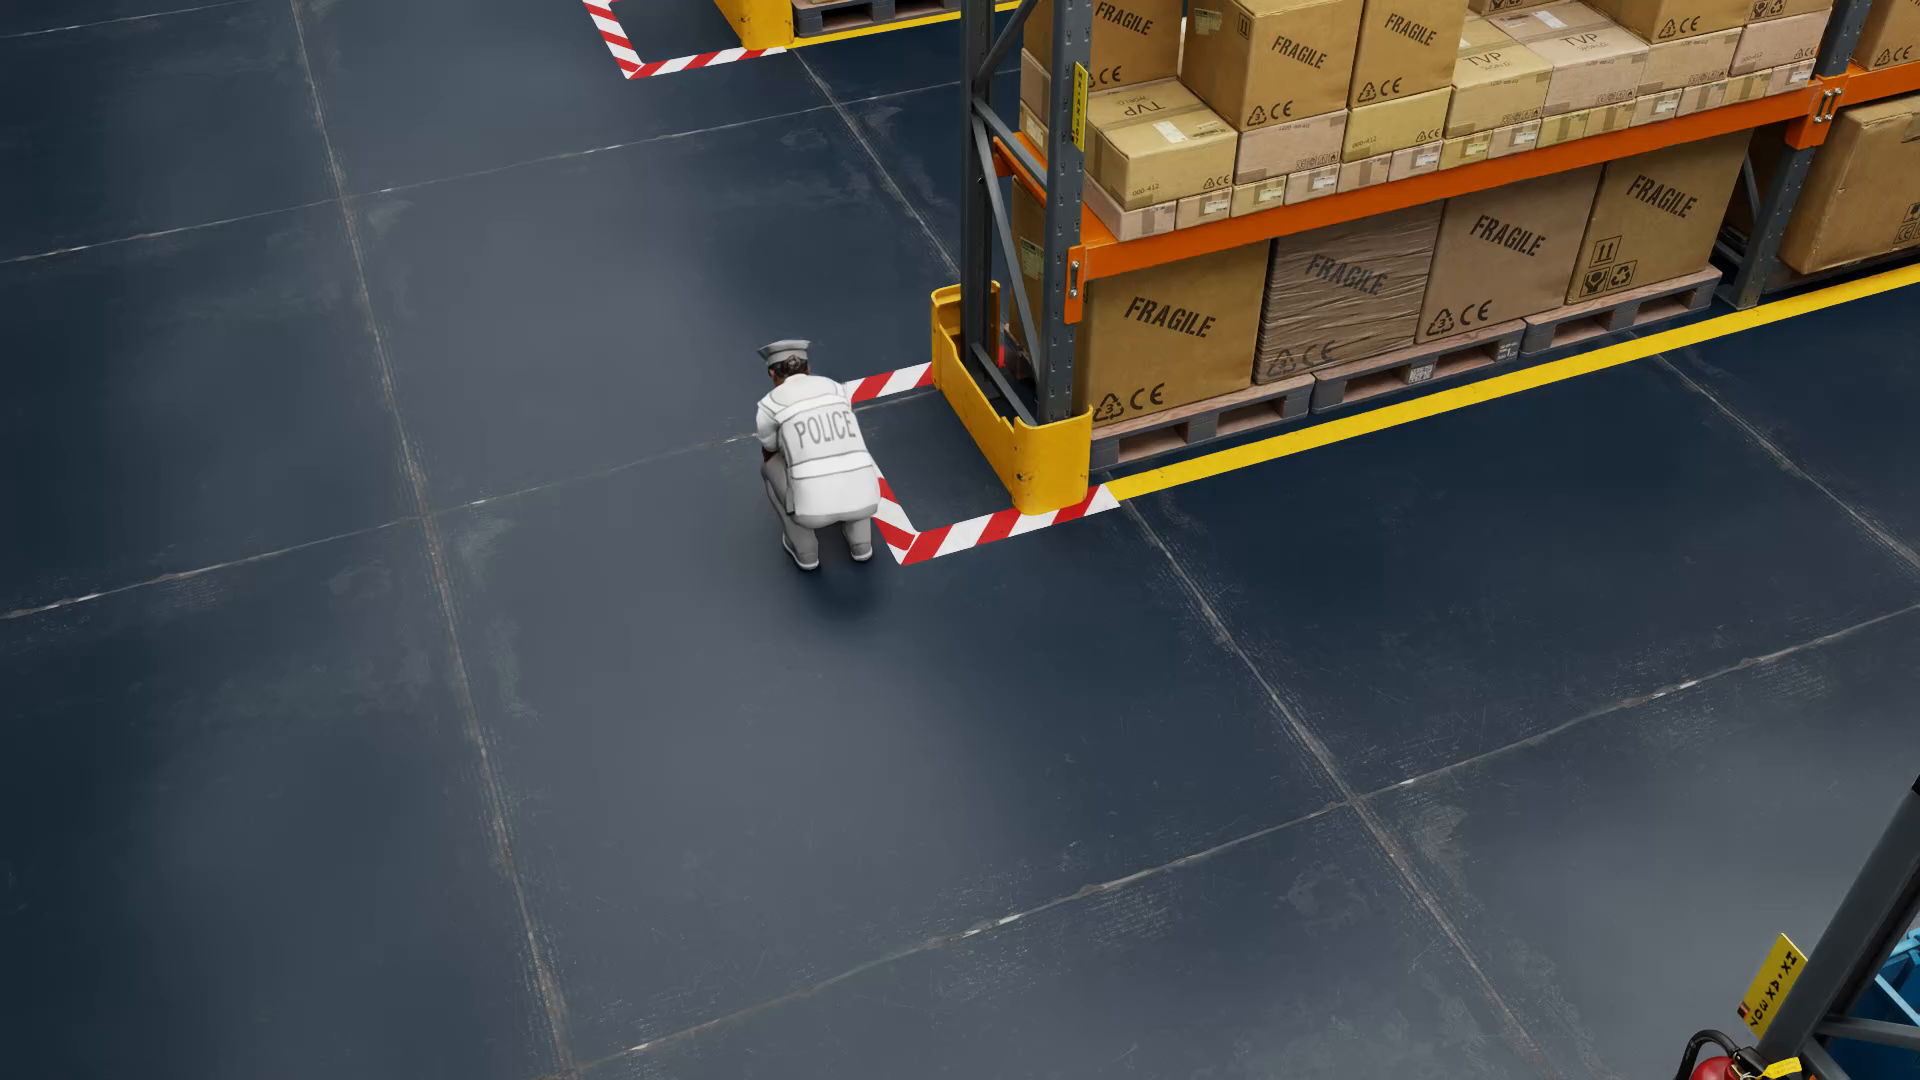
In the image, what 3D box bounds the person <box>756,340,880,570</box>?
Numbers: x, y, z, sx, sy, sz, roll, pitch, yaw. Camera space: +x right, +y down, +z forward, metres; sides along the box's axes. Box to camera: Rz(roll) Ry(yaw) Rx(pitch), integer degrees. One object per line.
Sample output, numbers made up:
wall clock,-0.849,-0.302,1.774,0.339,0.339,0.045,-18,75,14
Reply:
person,-0.623,-0.374,7.206,0.480,0.843,0.870,-10,43,-11
